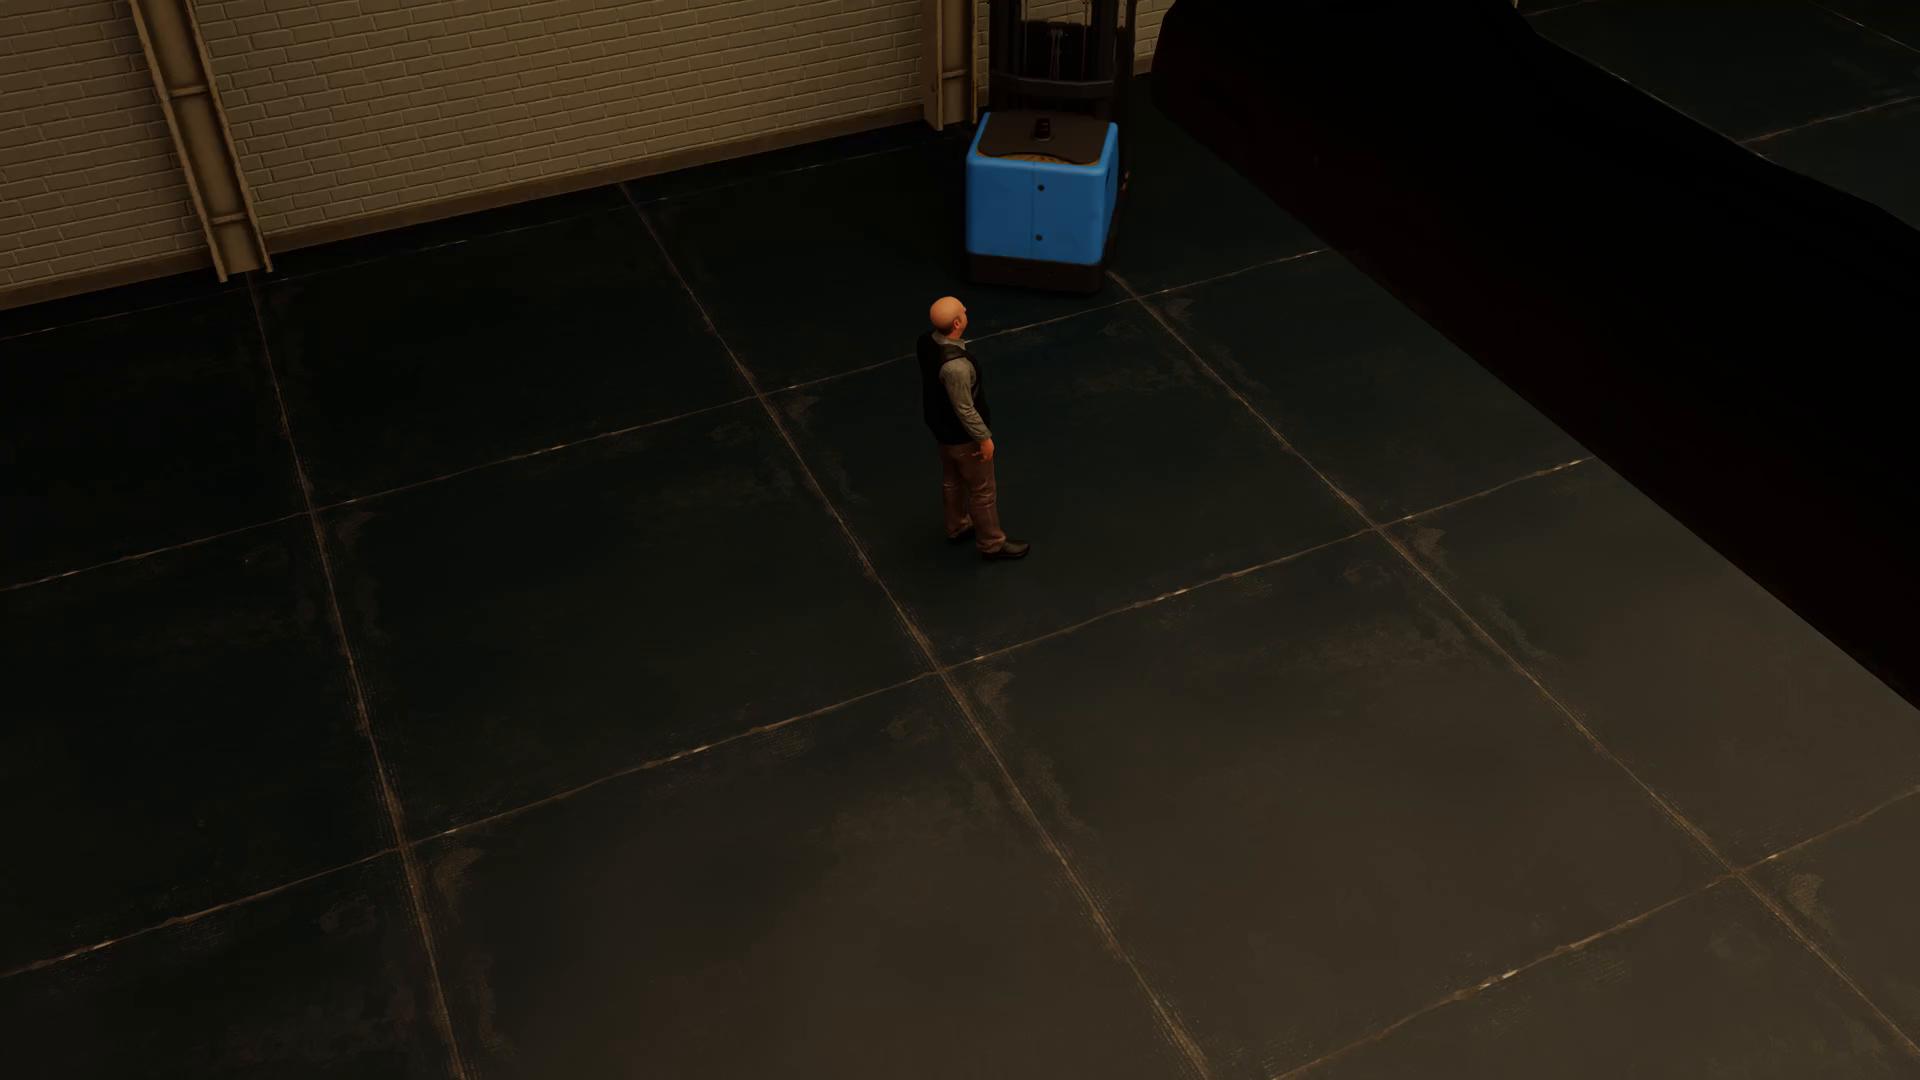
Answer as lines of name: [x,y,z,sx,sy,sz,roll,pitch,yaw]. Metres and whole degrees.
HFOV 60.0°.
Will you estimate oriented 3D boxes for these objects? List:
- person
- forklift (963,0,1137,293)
person: [0.067,-0.681,9.766,0.551,1.722,0.633,-17,43,-19]
forklift: [0.809,-3.912,12.704,1.130,2.935,3.031,7,40,8]
